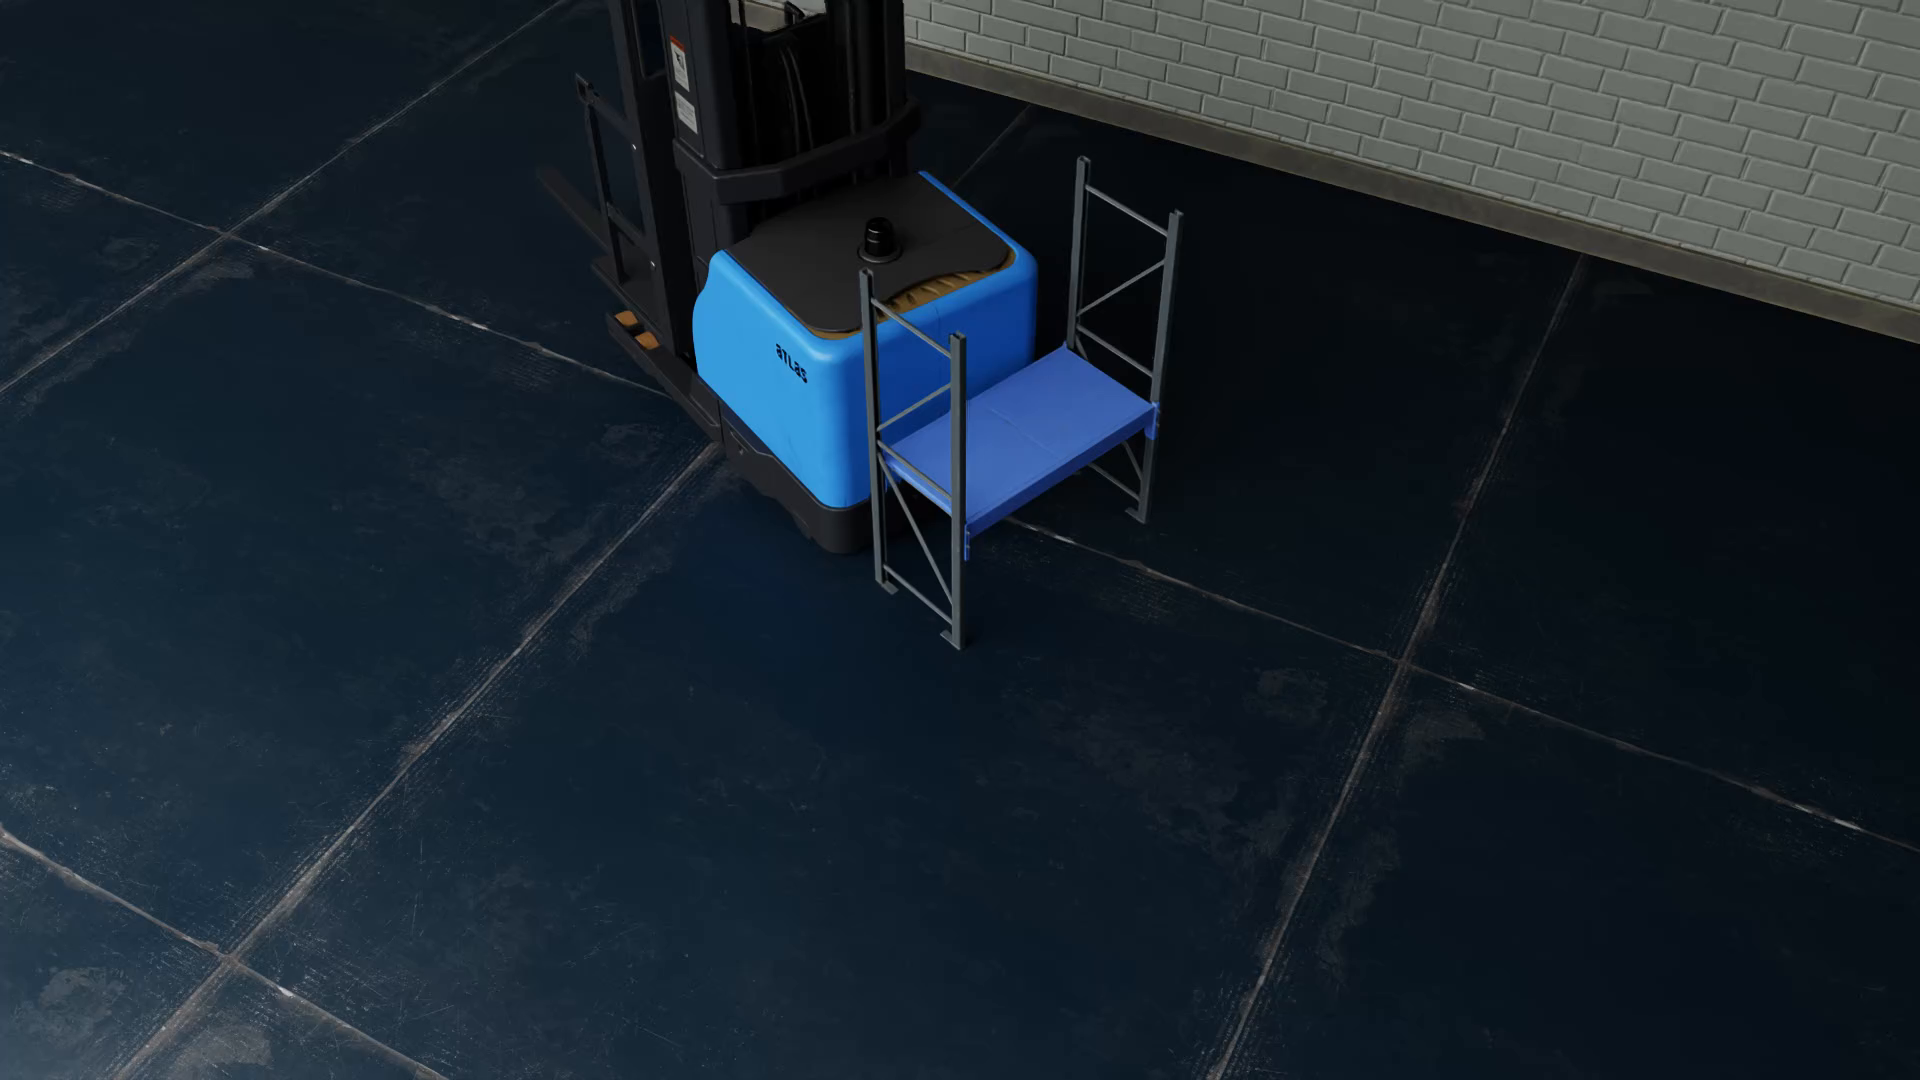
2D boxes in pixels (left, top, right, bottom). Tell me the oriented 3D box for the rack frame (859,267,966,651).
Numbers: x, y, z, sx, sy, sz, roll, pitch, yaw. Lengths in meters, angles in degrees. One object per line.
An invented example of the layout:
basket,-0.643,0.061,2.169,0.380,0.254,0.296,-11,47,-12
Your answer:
rack frame,-0.157,-0.244,5.936,0.032,1.500,0.500,-33,54,-28

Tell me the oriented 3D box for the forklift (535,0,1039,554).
forklift,-0.955,-1.985,6.651,1.130,2.935,3.031,-27,51,-24

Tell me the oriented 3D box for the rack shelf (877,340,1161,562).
rack shelf,0.221,-0.359,6.303,1.000,0.185,0.538,-33,54,-28

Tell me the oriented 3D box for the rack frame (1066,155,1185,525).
rack frame,0.600,-0.726,6.413,0.032,1.500,0.500,-33,54,-28

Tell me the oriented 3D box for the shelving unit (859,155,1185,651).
shelving unit,0.221,-0.485,6.175,1.048,1.500,0.538,-33,54,-28
